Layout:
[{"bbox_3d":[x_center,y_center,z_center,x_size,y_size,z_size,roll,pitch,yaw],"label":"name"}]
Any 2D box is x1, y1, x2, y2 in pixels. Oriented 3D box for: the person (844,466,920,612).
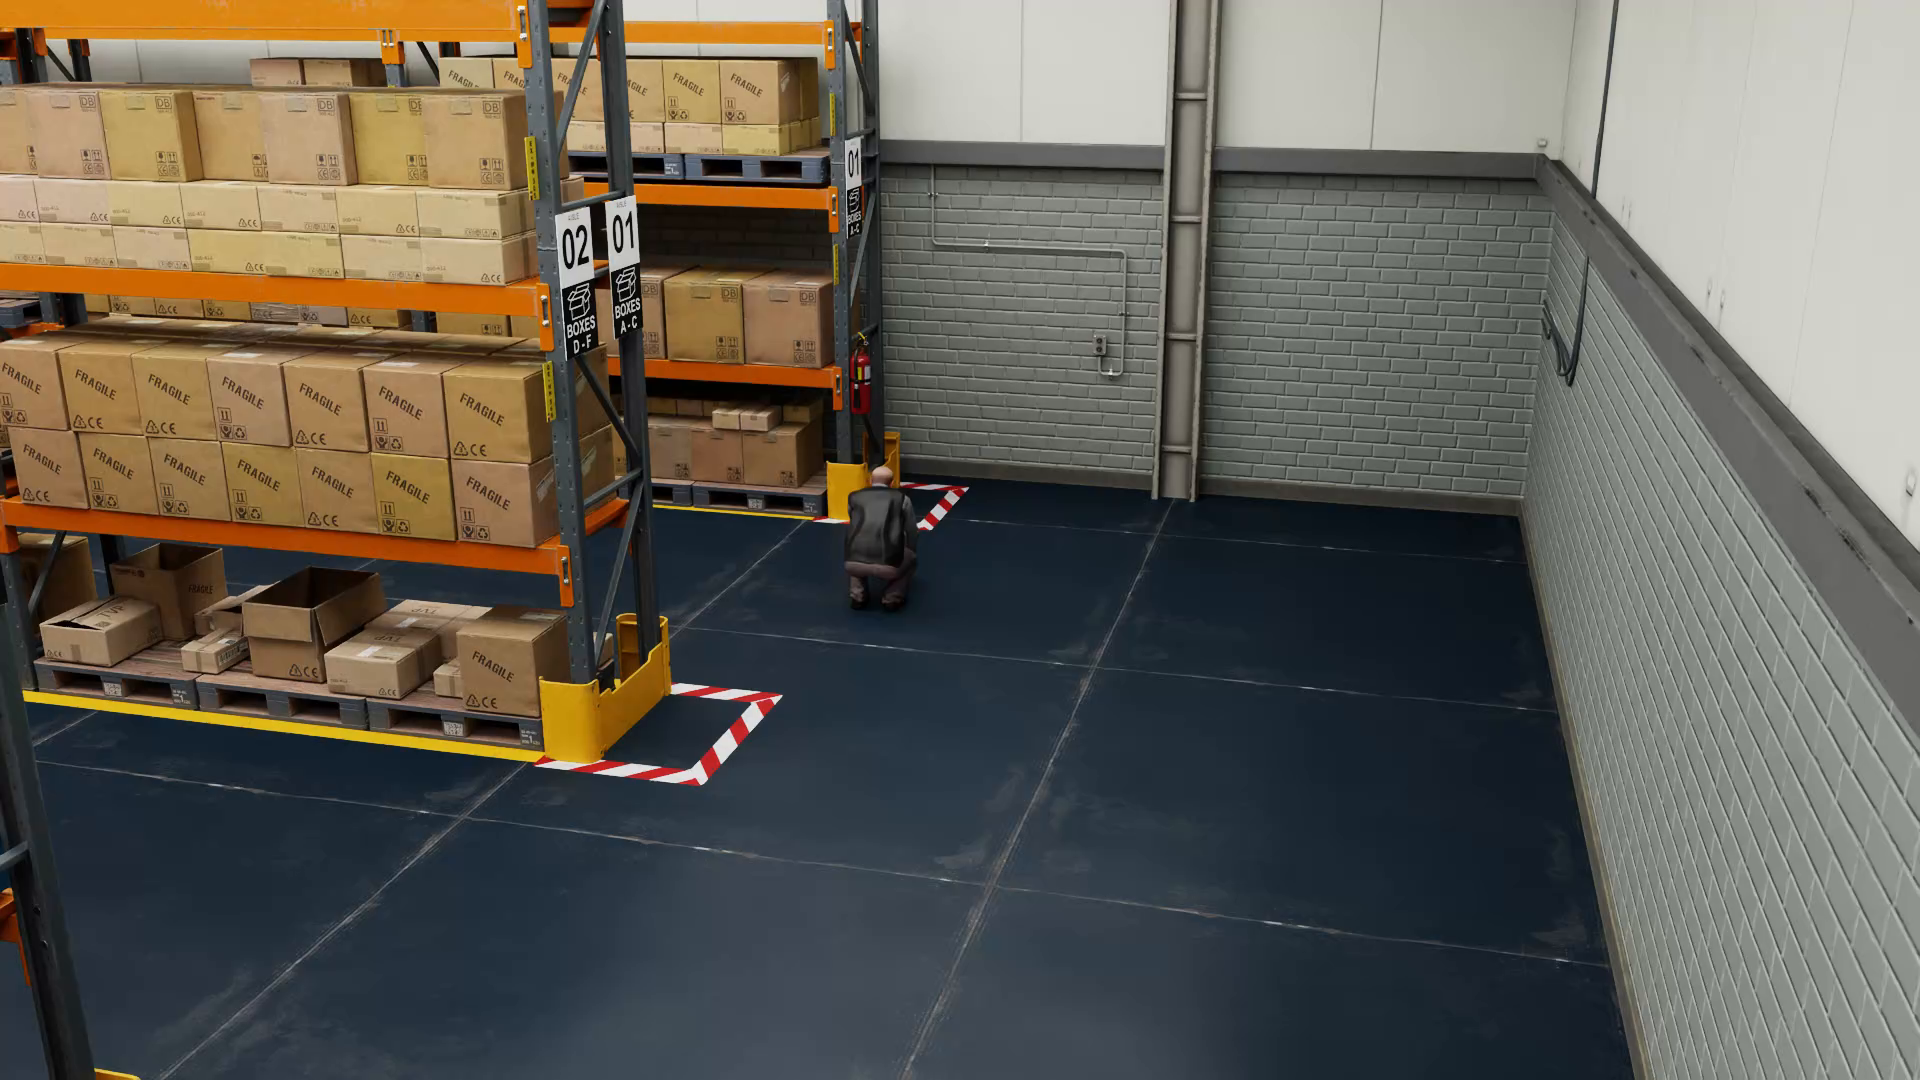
[{"bbox_3d":[-0.591,0.035,12.378,0.529,0.870,0.856,4,19,13],"label":"person"}]
